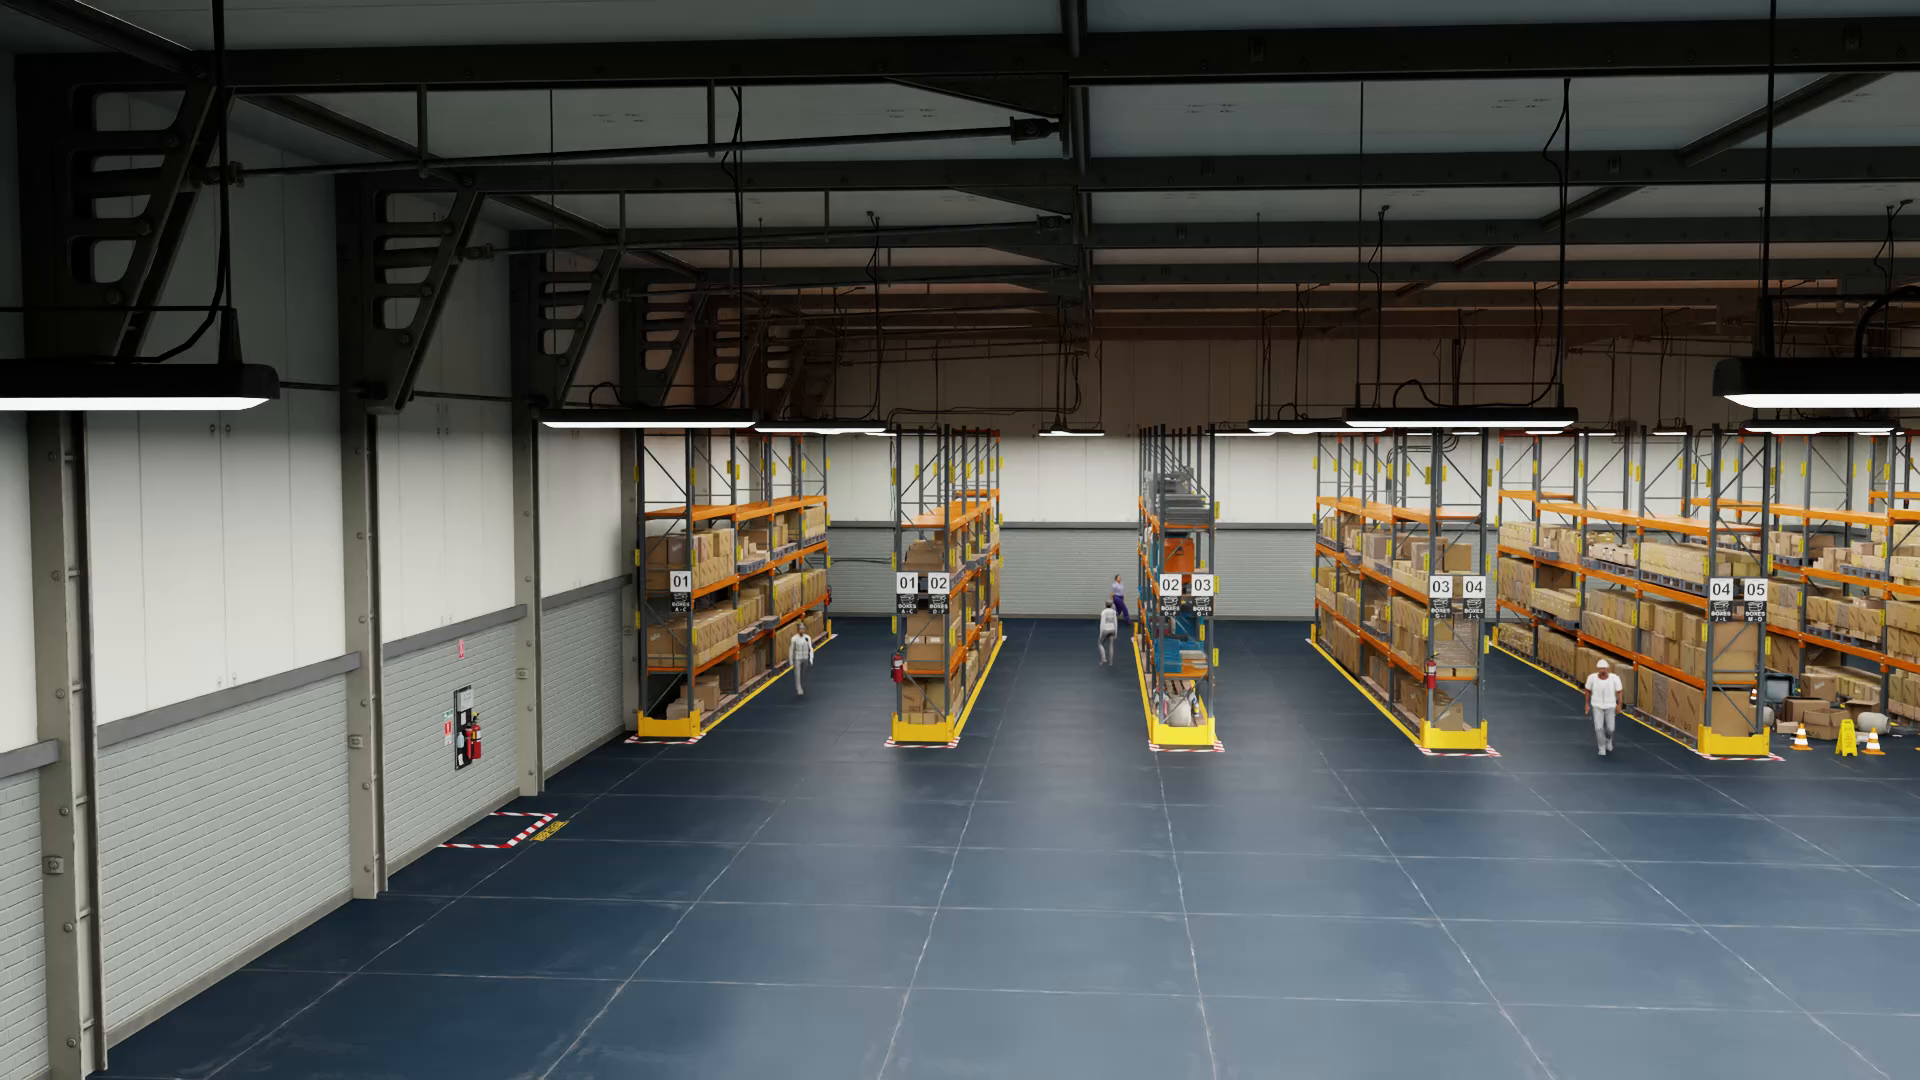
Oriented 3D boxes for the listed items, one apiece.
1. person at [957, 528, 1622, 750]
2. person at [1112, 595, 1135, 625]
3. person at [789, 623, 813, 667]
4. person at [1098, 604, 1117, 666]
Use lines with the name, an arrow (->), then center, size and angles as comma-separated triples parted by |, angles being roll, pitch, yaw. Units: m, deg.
person -> 5.723, 1.781, 33.422 | 14.103, 3.693, 2.599 | 1, 4, 20
person -> 4.953, 2.140, 51.337 | 1.068, 0.921, 0.431 | 2, 4, 29
person -> 9.269, 1.954, 43.030 | 28.843, 1.000, 1.044 | -2, 4, -25
person -> 3.737, 2.352, 42.008 | 0.519, 1.680, 0.373 | -2, 4, -25
